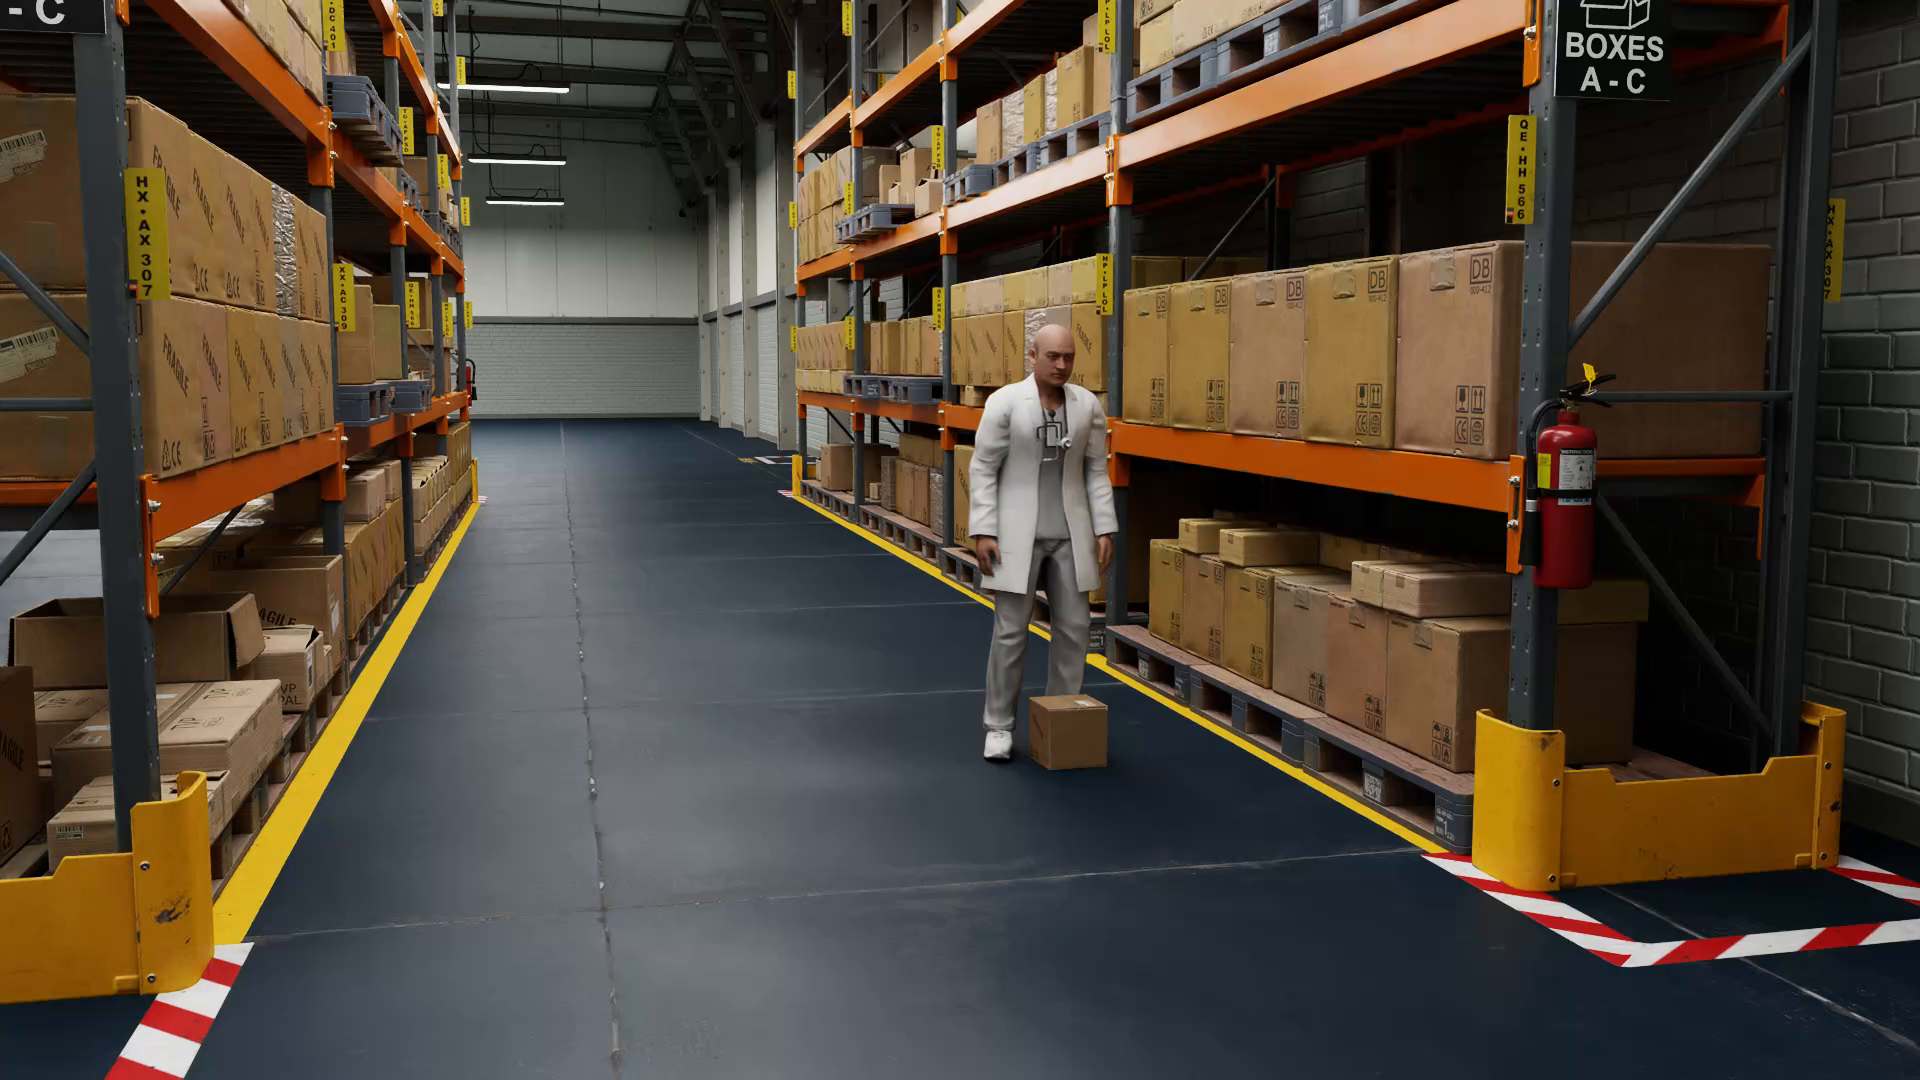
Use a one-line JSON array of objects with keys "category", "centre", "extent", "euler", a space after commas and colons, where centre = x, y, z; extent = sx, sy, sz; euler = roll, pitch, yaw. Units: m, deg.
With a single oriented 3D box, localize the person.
[{"category": "person", "centre": [0.348, -0.002, 6.903], "extent": [0.653, 1.774, 0.418], "euler": [-2, 6, -16]}]
